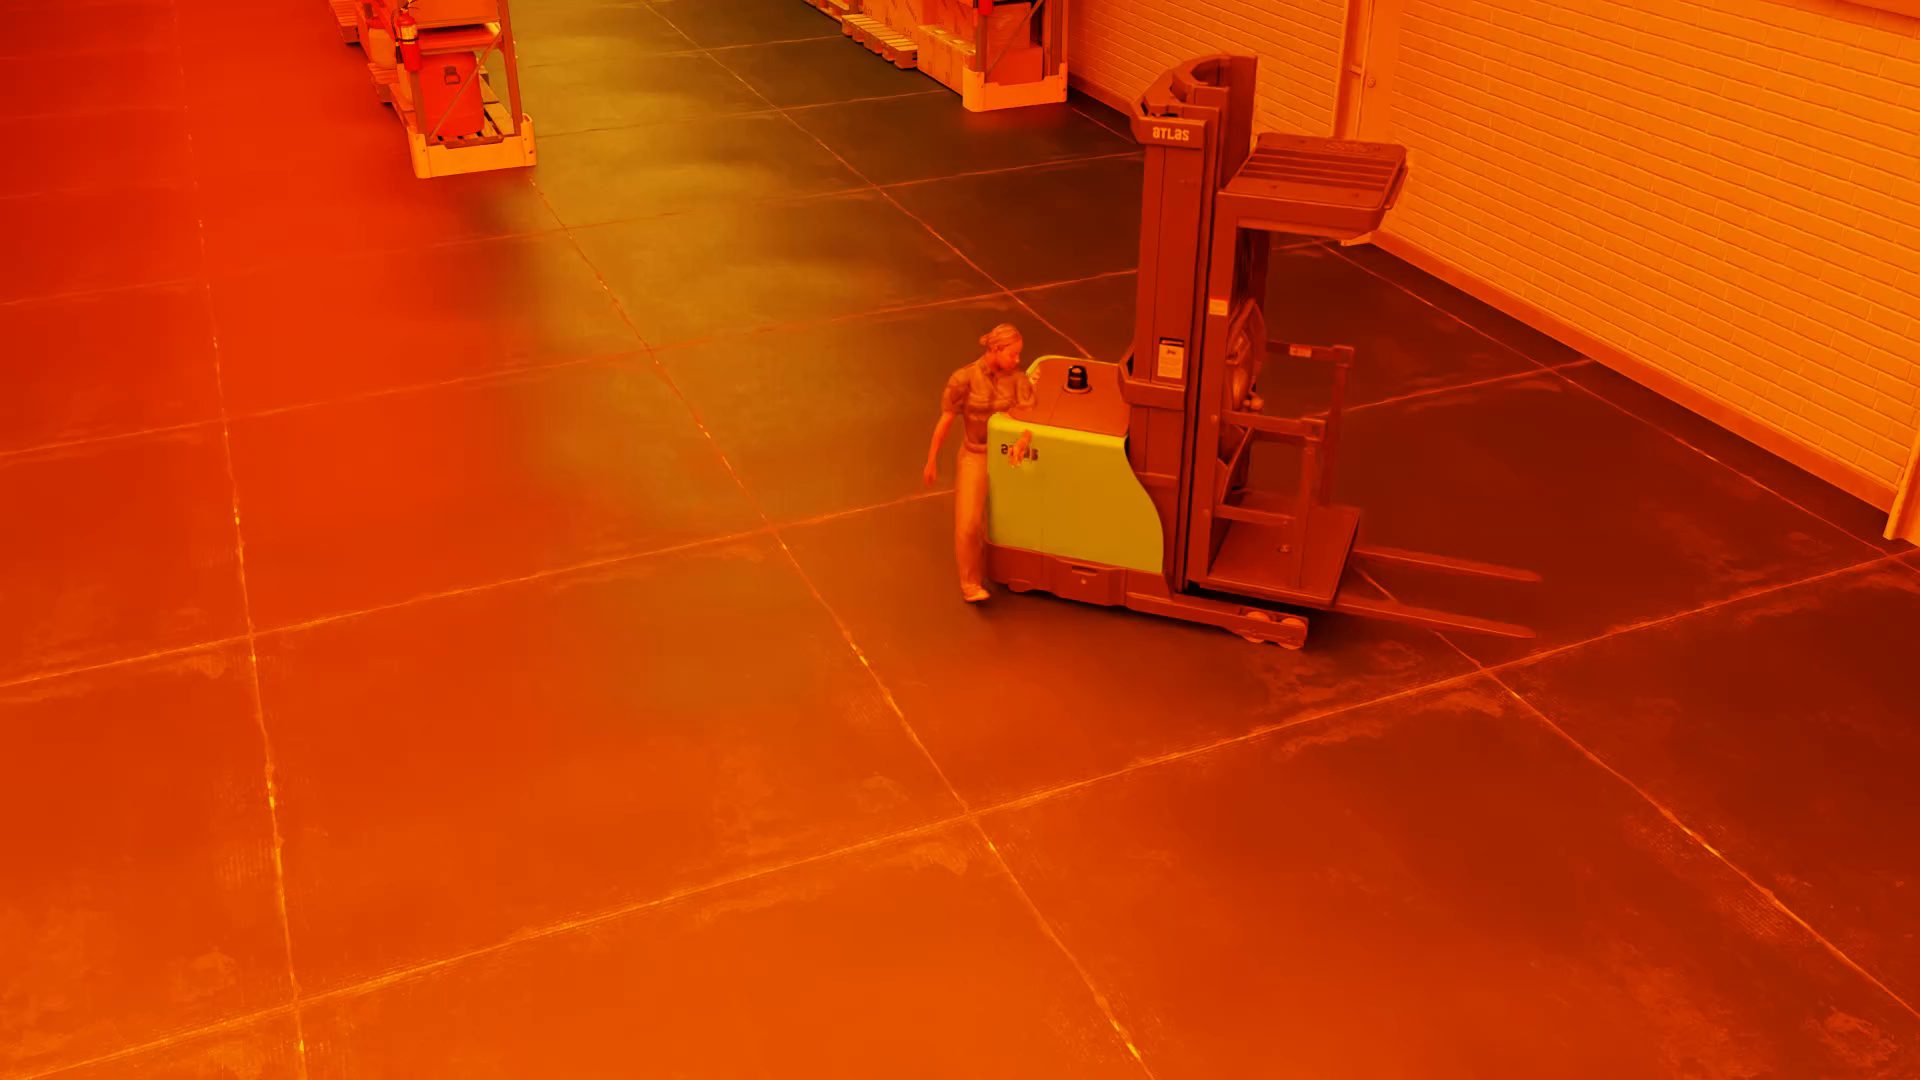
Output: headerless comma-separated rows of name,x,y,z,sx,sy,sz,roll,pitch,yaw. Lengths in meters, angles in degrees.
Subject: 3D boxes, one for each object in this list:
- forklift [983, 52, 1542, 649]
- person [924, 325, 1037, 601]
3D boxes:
forklift,1.707,-0.977,8.828,3.031,2.935,1.130,10,31,17
person,0.161,-0.430,9.315,0.743,1.532,0.879,-12,32,-21
